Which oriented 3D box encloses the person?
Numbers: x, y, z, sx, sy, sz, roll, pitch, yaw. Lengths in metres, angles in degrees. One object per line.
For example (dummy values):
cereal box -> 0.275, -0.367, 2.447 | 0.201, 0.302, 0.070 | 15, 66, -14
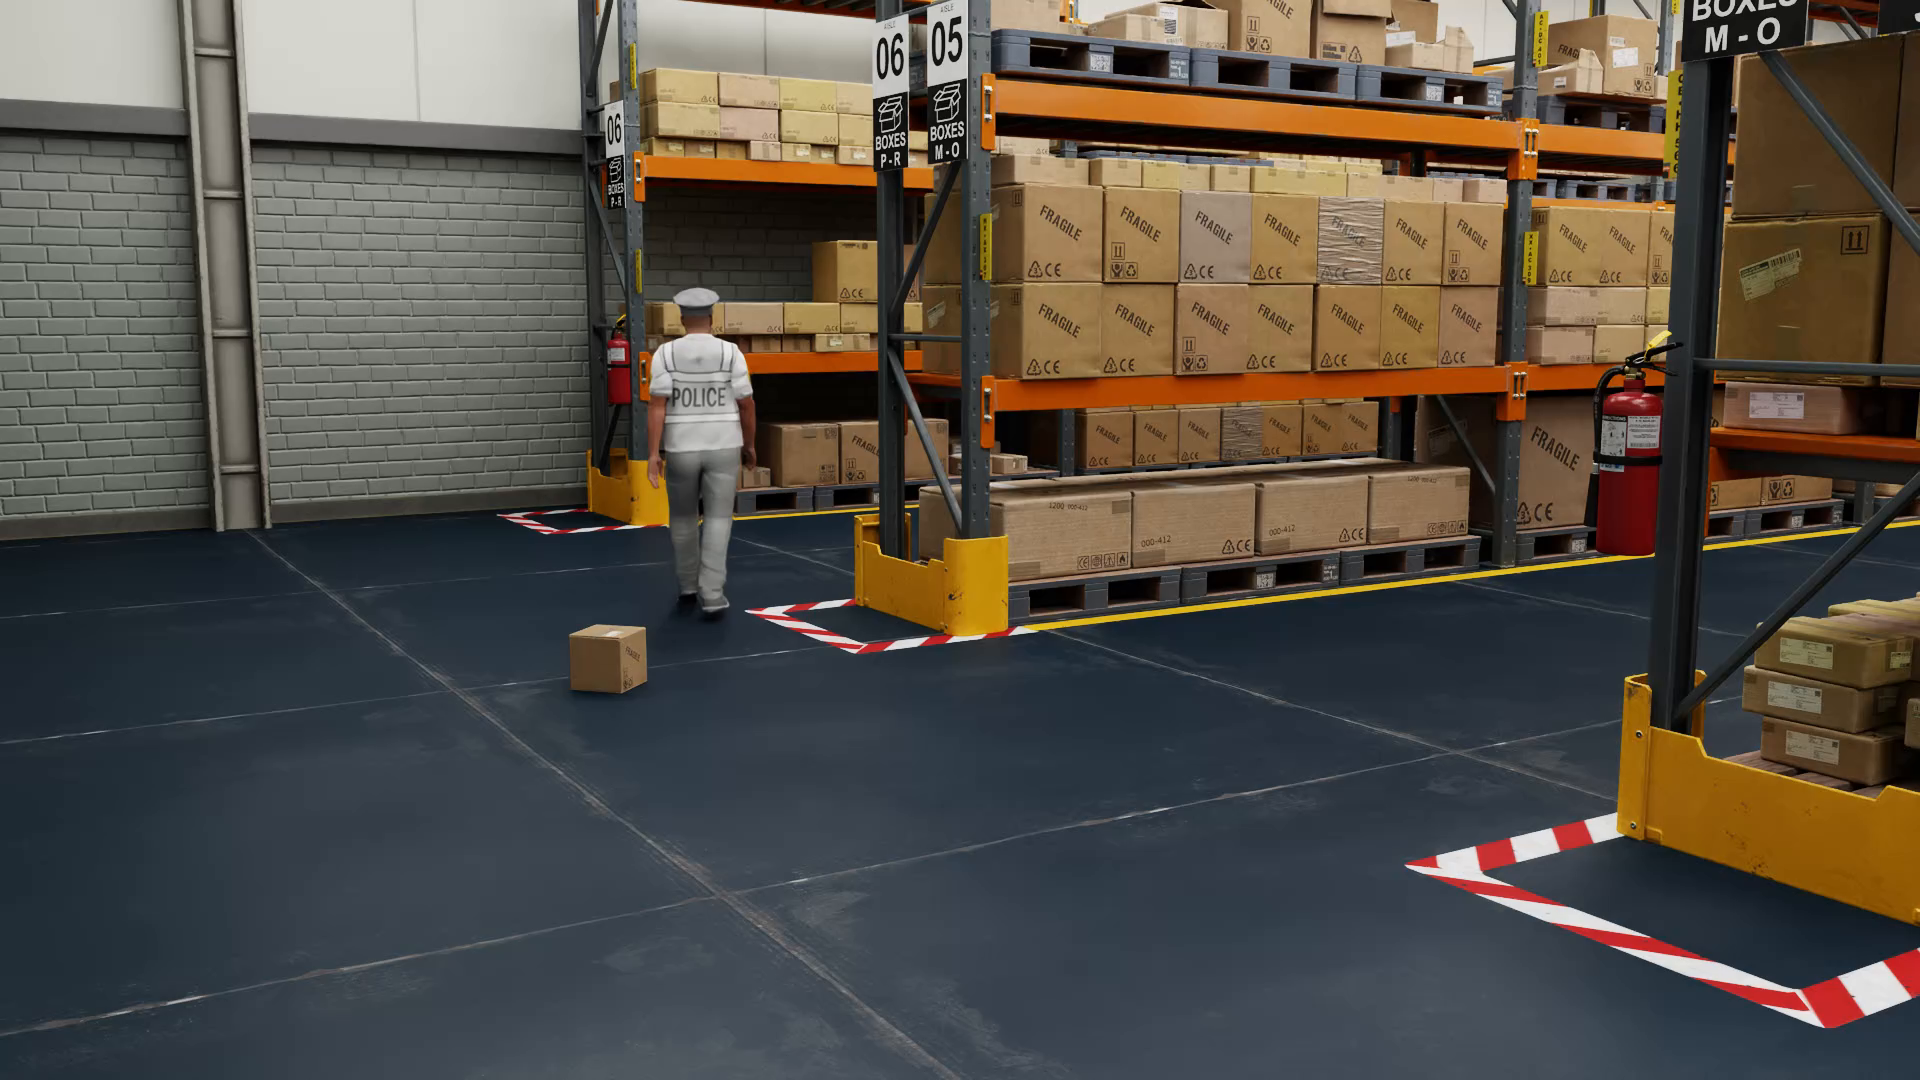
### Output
person -> -1.407, -0.470, 9.146 | 0.573, 1.817, 0.771 | -1, 8, -4
